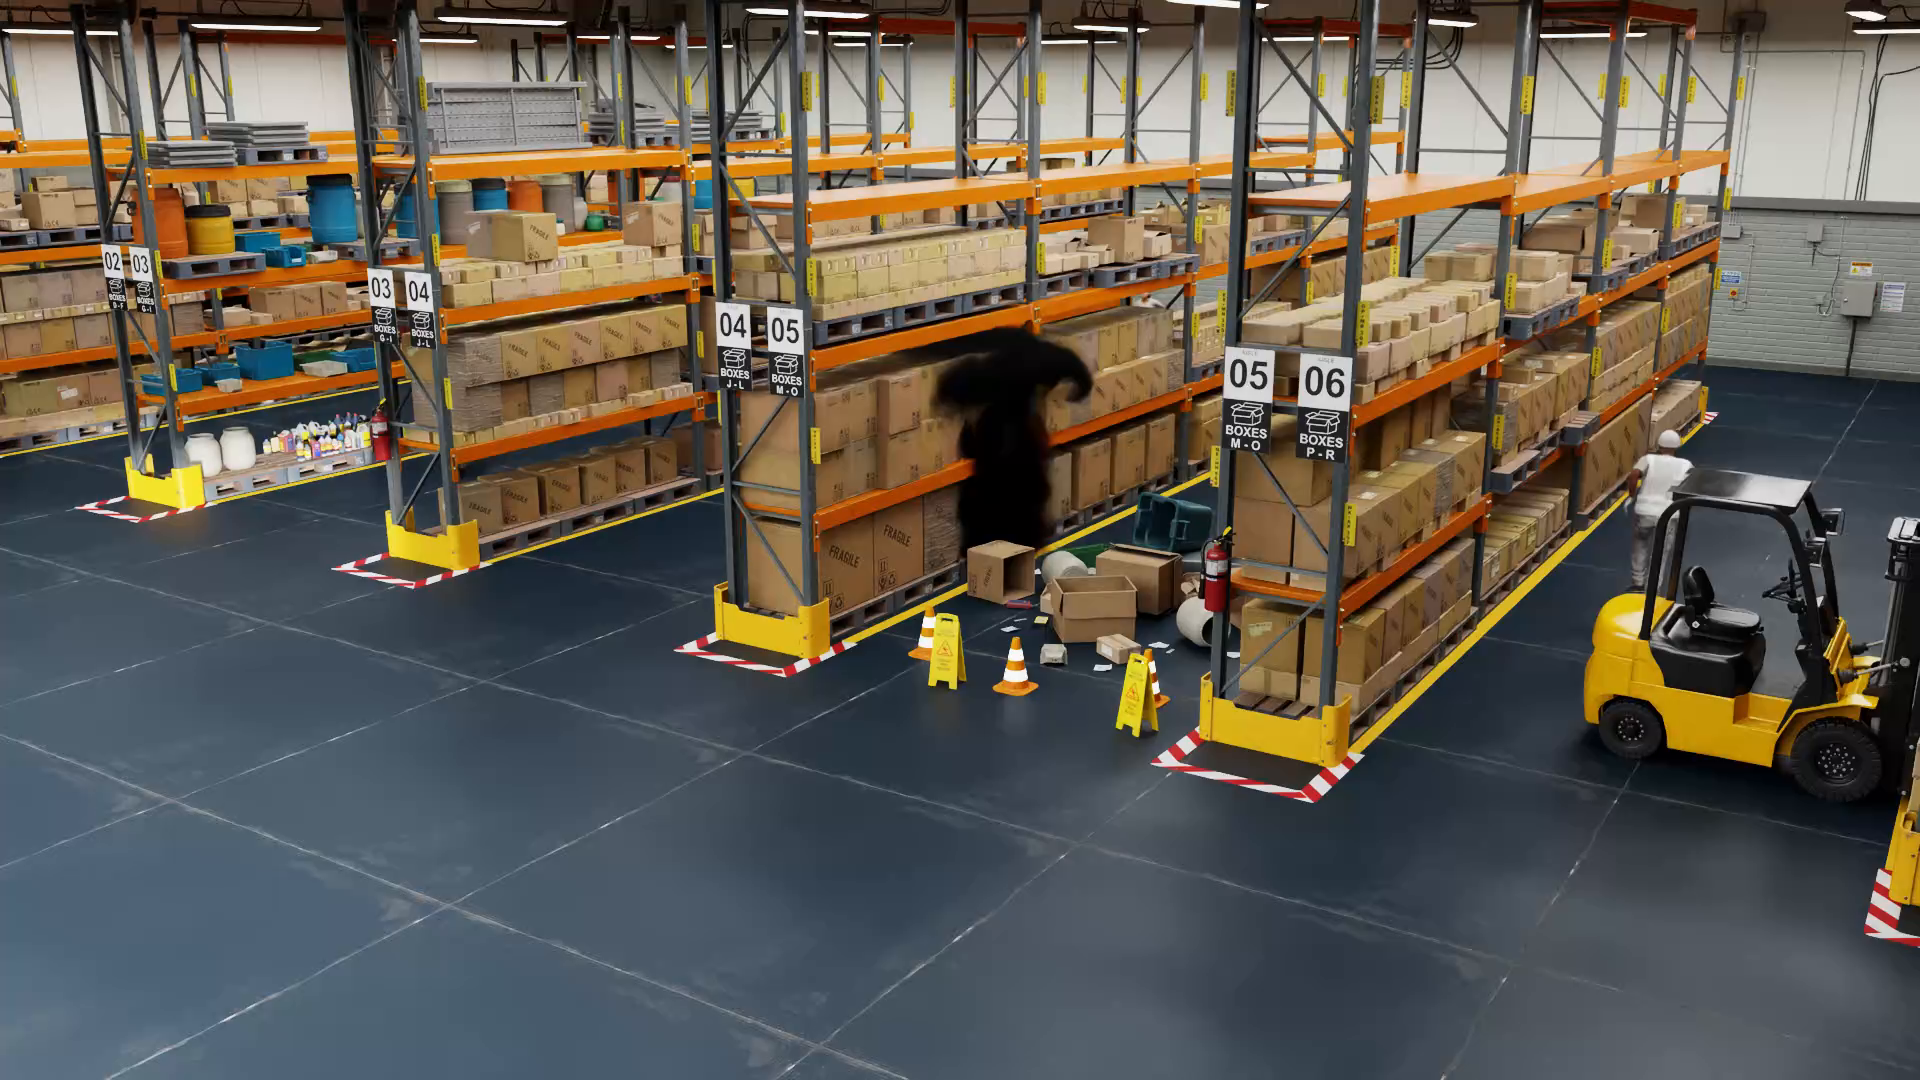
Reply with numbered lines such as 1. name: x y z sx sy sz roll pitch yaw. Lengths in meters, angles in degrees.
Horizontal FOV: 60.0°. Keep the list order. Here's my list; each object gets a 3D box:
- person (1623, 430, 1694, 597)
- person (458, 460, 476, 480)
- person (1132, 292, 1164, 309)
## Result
1. person: 7.046 -0.238 16.814 0.632 1.722 0.977 8 17 26
2. person: -6.631 -1.696 22.321 0.691 1.678 1.012 1 16 4
3. person: 3.250 -3.617 29.070 0.530 1.717 0.856 9 18 30
